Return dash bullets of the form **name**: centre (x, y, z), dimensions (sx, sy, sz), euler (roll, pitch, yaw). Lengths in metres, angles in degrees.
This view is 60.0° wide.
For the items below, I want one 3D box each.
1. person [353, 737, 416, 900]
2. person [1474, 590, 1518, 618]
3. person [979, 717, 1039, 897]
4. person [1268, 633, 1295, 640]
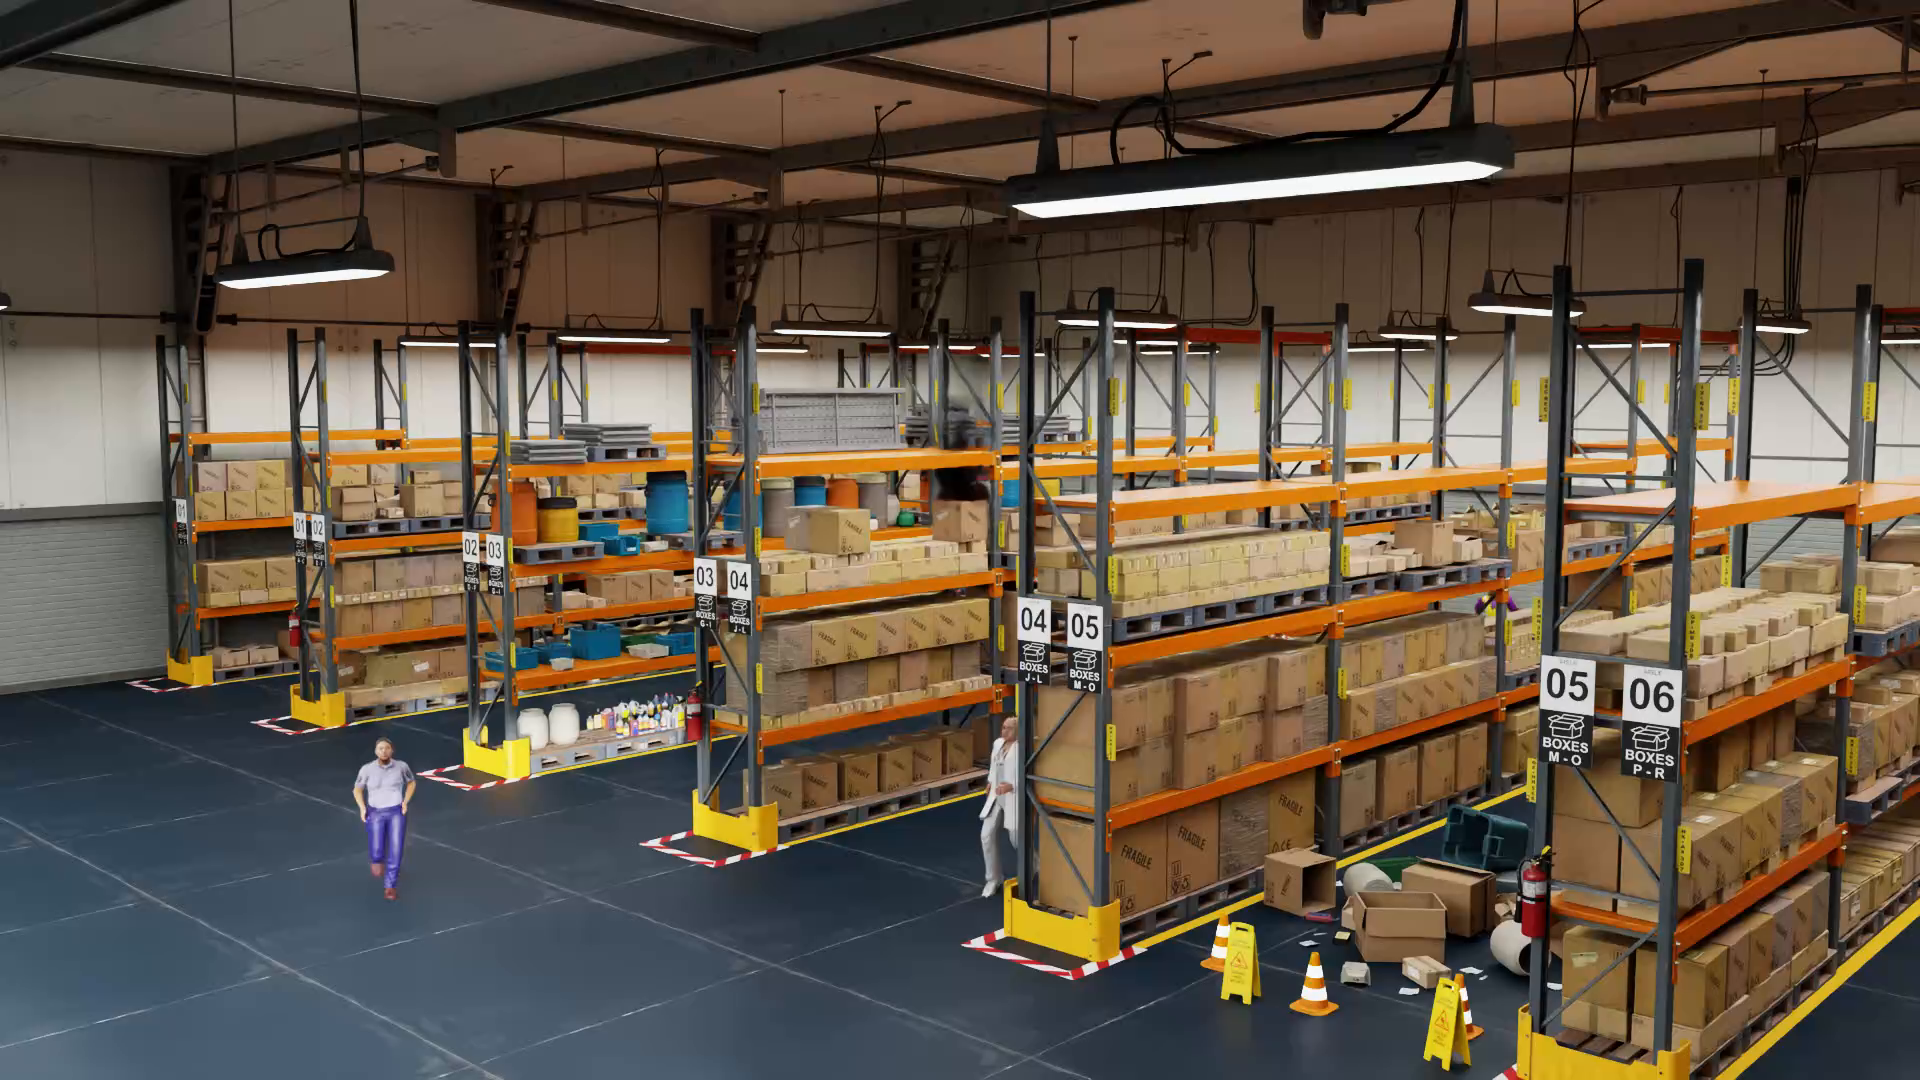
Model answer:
- **person**: centre (-5.818, 2.794, 16.864), dimensions (0.608, 1.608, 0.607), euler (-2, 6, -23)
- **person**: centre (9.316, 1.569, 28.955), dimensions (0.759, 1.739, 0.872), euler (2, 6, 22)
- **person**: centre (0.524, 2.712, 17.014), dimensions (0.704, 1.839, 0.836), euler (4, 7, 35)
- **person**: centre (4.543, 1.997, 23.923), dimensions (0.644, 1.806, 0.915), euler (4, 7, 39)
